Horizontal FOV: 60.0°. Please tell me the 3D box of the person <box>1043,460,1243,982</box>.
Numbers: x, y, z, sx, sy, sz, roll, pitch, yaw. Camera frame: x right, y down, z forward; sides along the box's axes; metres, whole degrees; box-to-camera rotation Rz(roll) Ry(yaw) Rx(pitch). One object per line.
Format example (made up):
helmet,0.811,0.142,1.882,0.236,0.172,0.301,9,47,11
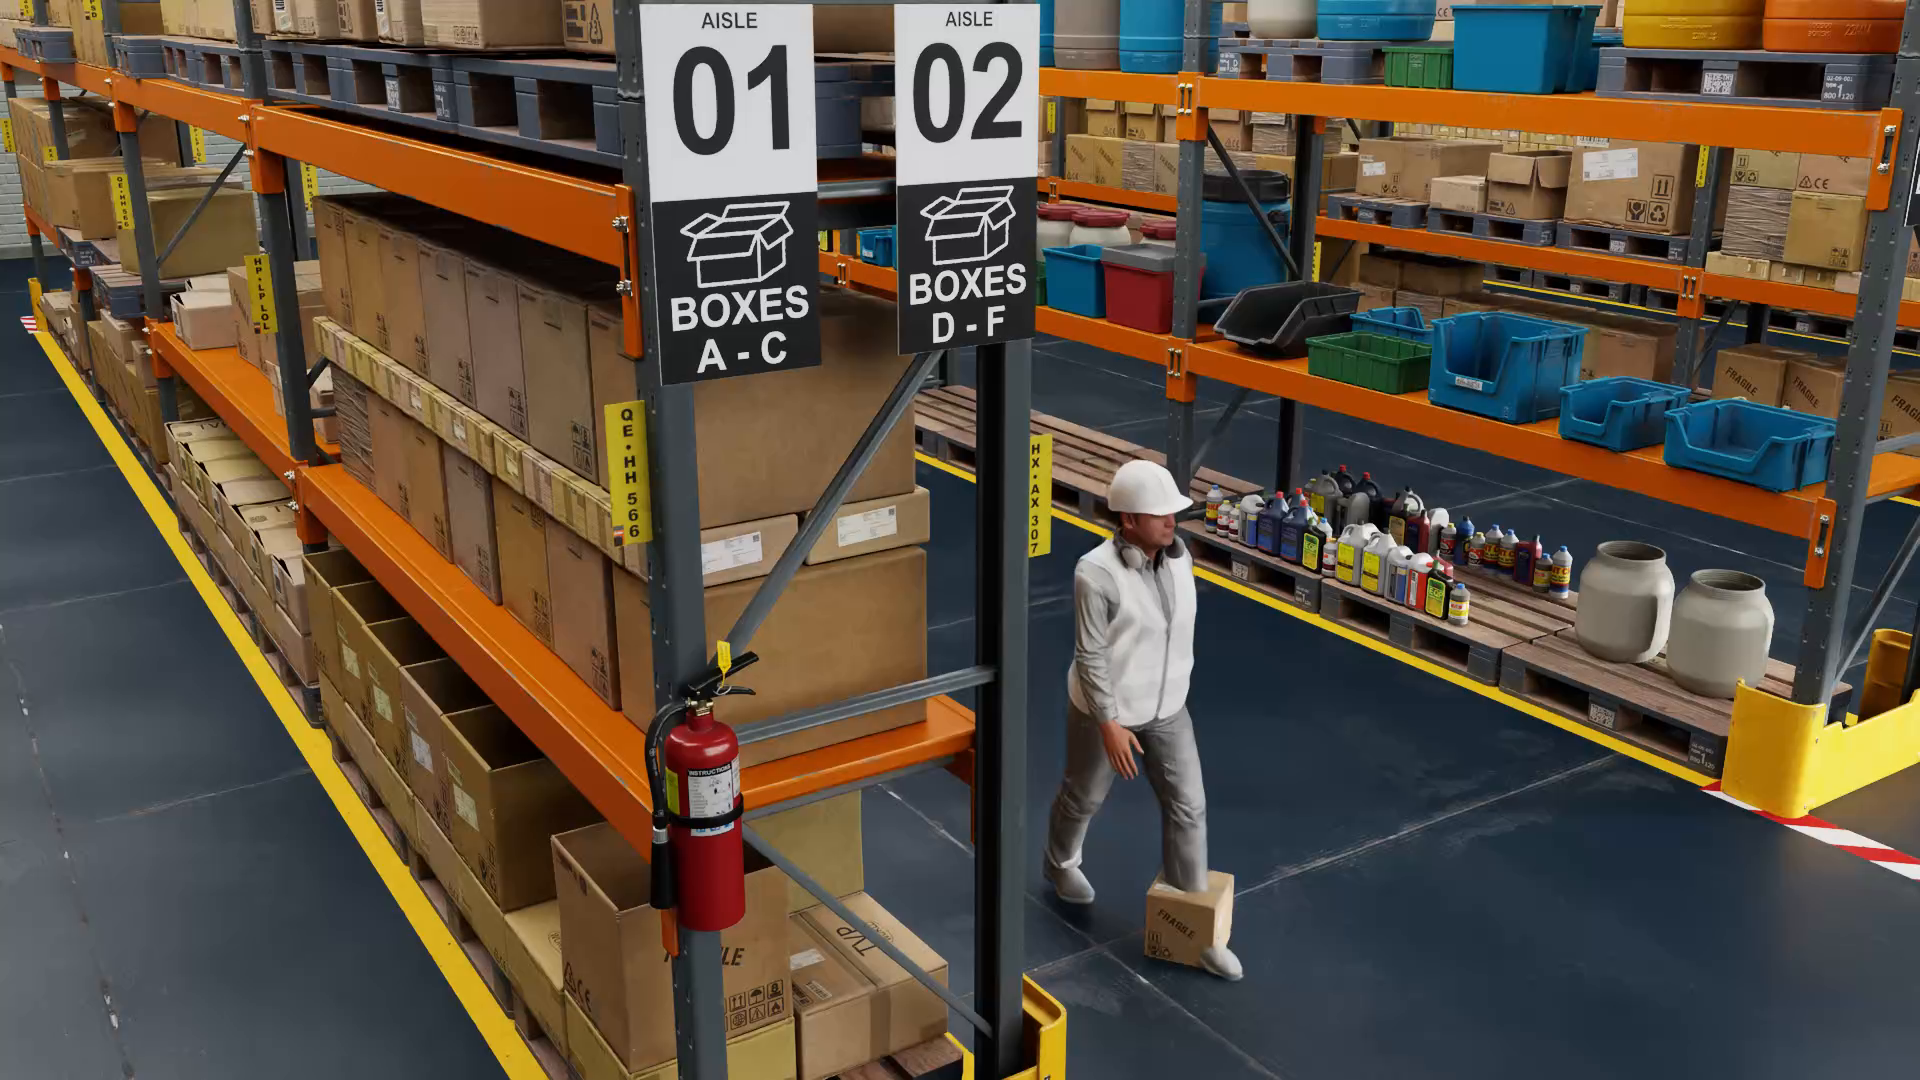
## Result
person,0.624,0.577,5.735,0.445,1.759,0.906,-11,21,-29
